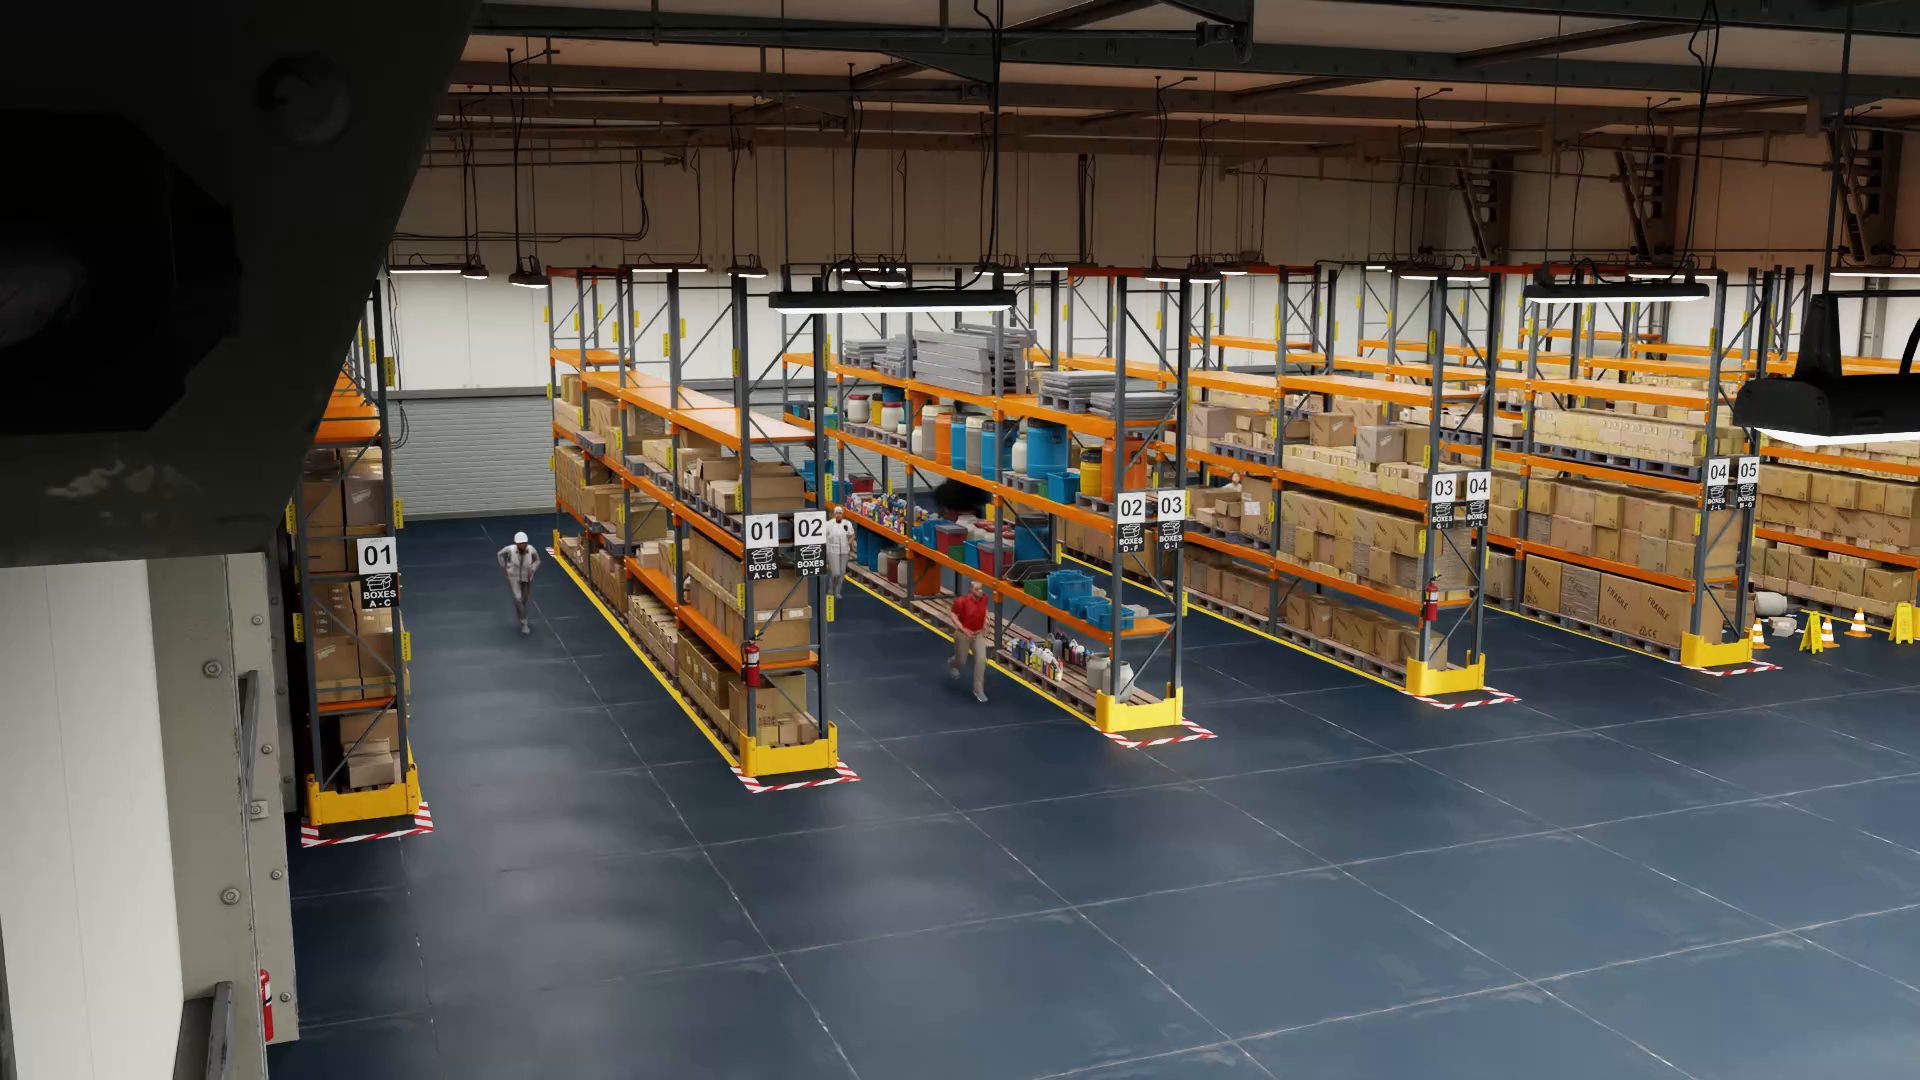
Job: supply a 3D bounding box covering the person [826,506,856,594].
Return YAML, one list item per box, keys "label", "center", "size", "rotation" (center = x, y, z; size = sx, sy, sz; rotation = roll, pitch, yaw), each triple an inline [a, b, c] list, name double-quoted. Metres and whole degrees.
- label: "person"
  center: [-2.086, 0.196, 28.817]
  size: [0.581, 1.568, 0.620]
  rotation: [-3, 10, -17]

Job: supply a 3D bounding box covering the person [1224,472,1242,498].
- label: "person"
  center: [5.890, -0.657, 35.750]
  size: [0.560, 1.639, 0.603]
  rotation: [-3, 10, -19]

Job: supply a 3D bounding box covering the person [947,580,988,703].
- label: "person"
  center: [0.125, 1.397, 23.859]
  size: [0.662, 1.732, 1.053]
  rotation: [-5, 11, -25]

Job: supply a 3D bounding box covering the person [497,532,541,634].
- label: "person"
  center: [-7.432, 0.668, 28.055]
  size: [0.696, 1.731, 1.049]
  rotation: [-4, 11, -20]
